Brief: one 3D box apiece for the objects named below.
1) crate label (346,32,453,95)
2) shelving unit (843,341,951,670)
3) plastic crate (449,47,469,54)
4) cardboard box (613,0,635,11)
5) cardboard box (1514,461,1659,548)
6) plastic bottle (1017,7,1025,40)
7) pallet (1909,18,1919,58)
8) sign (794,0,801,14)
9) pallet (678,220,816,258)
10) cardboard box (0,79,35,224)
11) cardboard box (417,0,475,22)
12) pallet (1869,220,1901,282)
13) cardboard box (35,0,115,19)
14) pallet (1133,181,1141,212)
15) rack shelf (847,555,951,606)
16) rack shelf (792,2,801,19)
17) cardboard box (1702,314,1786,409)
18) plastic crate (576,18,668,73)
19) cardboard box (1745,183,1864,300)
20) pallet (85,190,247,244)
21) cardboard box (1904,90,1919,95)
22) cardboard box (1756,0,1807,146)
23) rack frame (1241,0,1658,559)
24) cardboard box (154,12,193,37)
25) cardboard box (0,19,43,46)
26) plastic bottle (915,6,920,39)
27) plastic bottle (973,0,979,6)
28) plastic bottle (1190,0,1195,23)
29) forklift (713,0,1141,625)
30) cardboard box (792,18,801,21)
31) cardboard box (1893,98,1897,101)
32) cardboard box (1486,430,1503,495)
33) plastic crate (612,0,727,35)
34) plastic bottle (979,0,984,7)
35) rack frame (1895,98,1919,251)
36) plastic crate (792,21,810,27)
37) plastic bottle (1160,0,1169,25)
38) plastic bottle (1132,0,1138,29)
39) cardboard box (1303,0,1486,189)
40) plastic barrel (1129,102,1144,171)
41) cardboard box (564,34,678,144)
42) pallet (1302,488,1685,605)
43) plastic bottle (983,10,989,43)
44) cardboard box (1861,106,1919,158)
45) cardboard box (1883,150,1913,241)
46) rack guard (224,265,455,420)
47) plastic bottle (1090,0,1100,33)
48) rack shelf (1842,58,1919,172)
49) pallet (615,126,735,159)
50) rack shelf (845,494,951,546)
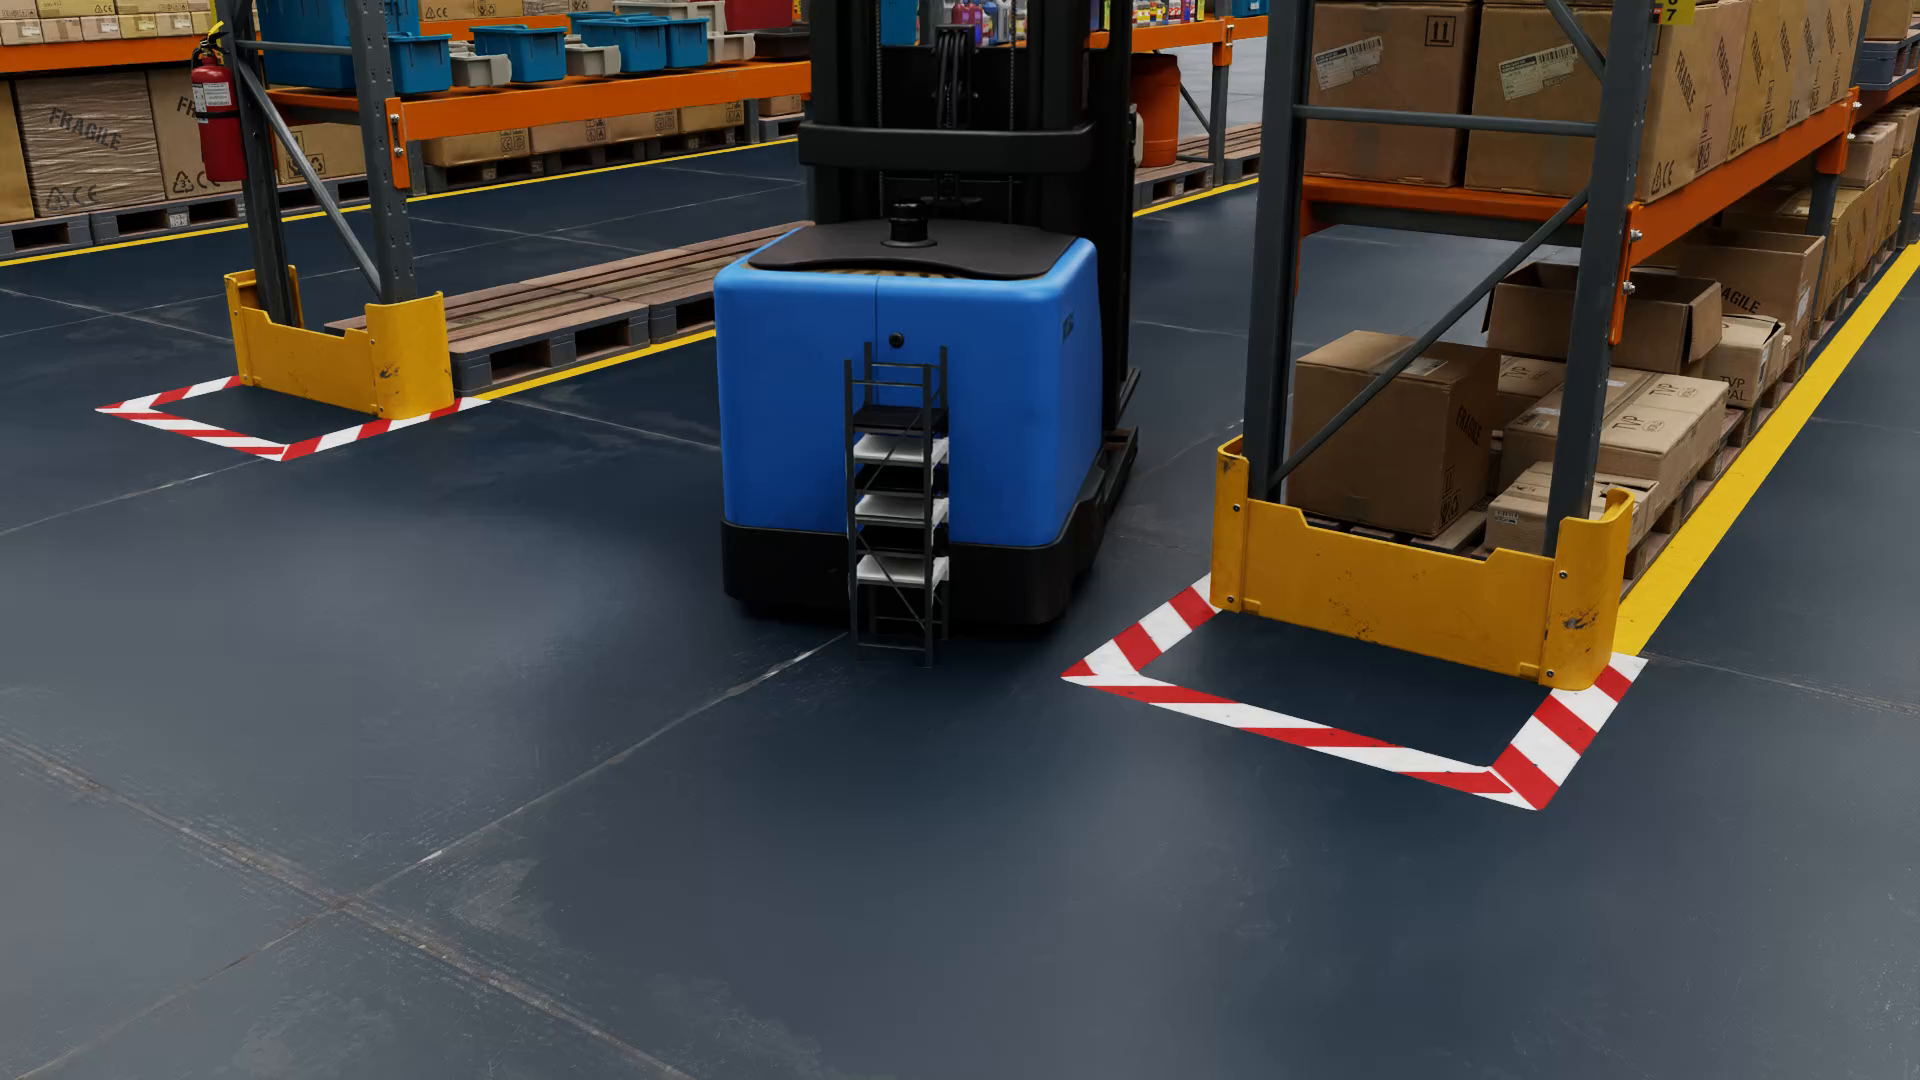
[{"bbox_3d":[-2.386,-2.042,7.116,0.416,0.233,0.303,13,24,32],"label":"crate label"},{"bbox_3d":[-0.174,-0.093,4.719,0.258,0.900,0.210,4,21,11],"label":"shelving unit"},{"bbox_3d":[-2.489,-2.259,7.842,0.396,0.136,0.243,13,24,32],"label":"plastic crate"},{"bbox_3d":[-3.043,-4.912,14.577,0.500,0.500,0.500,12,24,30],"label":"cardboard box"},{"bbox_3d":[1.957,-0.121,5.217,0.380,0.166,0.250,13,24,32],"label":"cardboard box"},{"bbox_3d":[0.375,-3.359,10.809,0.097,0.201,0.097,0,20,0],"label":"plastic bottle"},{"bbox_3d":[4.705,-2.765,9.192,1.003,0.211,1.213,13,24,32],"label":"pallet"},{"bbox_3d":[-1.003,-3.471,10.425,0.100,0.325,0.005,13,24,32],"label":"sign"},{"bbox_3d":[-0.930,-1.707,10.075,1.003,0.211,1.213,13,24,32],"label":"pallet"},{"bbox_3d":[-6.600,-2.451,10.525,0.875,0.875,0.875,13,24,32],"label":"cardboard box"},{"bbox_3d":[-4.180,-4.329,13.001,0.500,0.500,0.500,13,24,32],"label":"cardboard box"},{"bbox_3d":[5.343,-1.899,10.595,1.003,0.211,1.213,13,24,32],"label":"pallet"},{"bbox_3d":[-5.828,-3.499,10.689,0.500,0.250,0.500,12,24,30],"label":"cardboard box"},{"bbox_3d":[0.604,-2.490,12.192,1.003,0.211,1.213,13,24,32],"label":"pallet"},{"bbox_3d":[-0.174,0.107,4.793,0.258,0.077,0.200,4,21,11],"label":"rack shelf"},{"bbox_3d":[-1.272,-5.583,17.572,1.077,0.370,4.000,13,24,32],"label":"rack shelf"},{"bbox_3d":[3.038,-0.777,6.784,0.500,0.311,0.500,13,24,32],"label":"cardboard box"},{"bbox_3d":[-1.646,-2.419,8.137,0.416,0.233,0.300,13,24,32],"label":"plastic crate"},{"bbox_3d":[4.310,-1.546,8.591,0.500,0.500,0.500,14,24,33],"label":"cardboard box"},{"bbox_3d":[-5.823,-2.337,11.778,1.003,0.211,1.213,13,24,32],"label":"pallet"},{"bbox_3d":[7.765,-3.409,13.207,0.500,0.311,0.500,14,25,33],"label":"cardboard box"},{"bbox_3d":[2.617,-1.677,5.830,0.500,0.500,0.500,14,24,33],"label":"cardboard box"},{"bbox_3d":[1.297,-1.118,4.465,1.000,3.000,0.127,13,24,32],"label":"rack frame"},{"bbox_3d":[-5.412,-3.488,11.234,0.380,0.149,0.250,14,24,33],"label":"cardboard box"},{"bbox_3d":[-5.989,-3.194,10.437,0.380,0.149,0.250,13,24,31],"label":"cardboard box"},{"bbox_3d":[-0.276,-3.402,10.924,0.097,0.201,0.097,0,20,0],"label":"plastic bottle"},{"bbox_3d":[0.083,-3.618,11.408,0.097,0.271,0.097,0,20,0],"label":"plastic bottle"},{"bbox_3d":[1.745,-4.059,12.700,0.097,0.201,0.097,0,20,0],"label":"plastic bottle"},{"bbox_3d":[0.085,-1.602,5.872,1.130,2.935,3.031,4,21,11],"label":"forklift"},{"bbox_3d":[-2.764,-7.378,23.846,0.875,0.875,0.875,13,24,31],"label":"cardboard box"},{"bbox_3d":[7.319,-3.519,13.505,0.500,0.311,0.500,13,24,31],"label":"cardboard box"},{"bbox_3d":[1.701,-0.299,5.698,0.380,0.166,0.250,13,24,32],"label":"cardboard box"},{"bbox_3d":[-1.560,-2.803,9.105,0.437,0.282,0.530,13,24,32],"label":"plastic crate"},{"bbox_3d":[0.100,-3.706,11.638,0.152,0.276,0.135,13,24,32],"label":"plastic bottle"},{"bbox_3d":[5.794,-3.414,10.670,1.000,3.000,0.127,13,24,32],"label":"rack frame"},{"bbox_3d":[-0.929,-3.032,9.931,0.396,0.136,0.243,13,24,32],"label":"plastic crate"},{"bbox_3d":[1.506,-3.970,12.358,0.097,0.271,0.097,0,20,0],"label":"plastic bottle"},{"bbox_3d":[1.232,-3.797,11.993,0.097,0.201,0.097,0,20,0],"label":"plastic bottle"},{"bbox_3d":[1.324,-1.347,4.938,0.500,0.500,0.500,14,25,33],"label":"cardboard box"},{"bbox_3d":[1.195,-3.088,12.770,0.421,0.512,0.421,0,20,0],"label":"plastic barrel"},{"bbox_3d":[-3.309,-4.099,14.980,1.225,0.875,0.875,13,24,32],"label":"cardboard box"},{"bbox_3d":[1.787,-0.061,5.626,1.003,0.211,1.213,13,24,32],"label":"pallet"},{"bbox_3d":[0.135,-3.237,10.478,0.097,0.201,0.097,0,20,0],"label":"plastic bottle"},{"bbox_3d":[5.434,-2.468,10.002,0.500,0.250,0.500,14,25,34],"label":"cardboard box"},{"bbox_3d":[5.463,-2.134,10.178,0.500,0.500,0.500,14,25,34],"label":"cardboard box"},{"bbox_3d":[-2.800,-0.904,7.487,1.175,0.500,0.348,13,24,32],"label":"rack guard"},{"bbox_3d":[0.880,-3.702,11.519,0.144,0.351,0.185,13,24,32],"label":"plastic bottle"},{"bbox_3d":[4.670,-2.502,9.243,1.077,0.370,4.000,13,24,32],"label":"rack shelf"},{"bbox_3d":[-2.902,-3.827,15.808,1.003,0.211,1.213,13,24,32],"label":"pallet"},{"bbox_3d":[-0.174,-0.062,4.731,0.258,0.077,0.200,4,21,11],"label":"rack shelf"}]
